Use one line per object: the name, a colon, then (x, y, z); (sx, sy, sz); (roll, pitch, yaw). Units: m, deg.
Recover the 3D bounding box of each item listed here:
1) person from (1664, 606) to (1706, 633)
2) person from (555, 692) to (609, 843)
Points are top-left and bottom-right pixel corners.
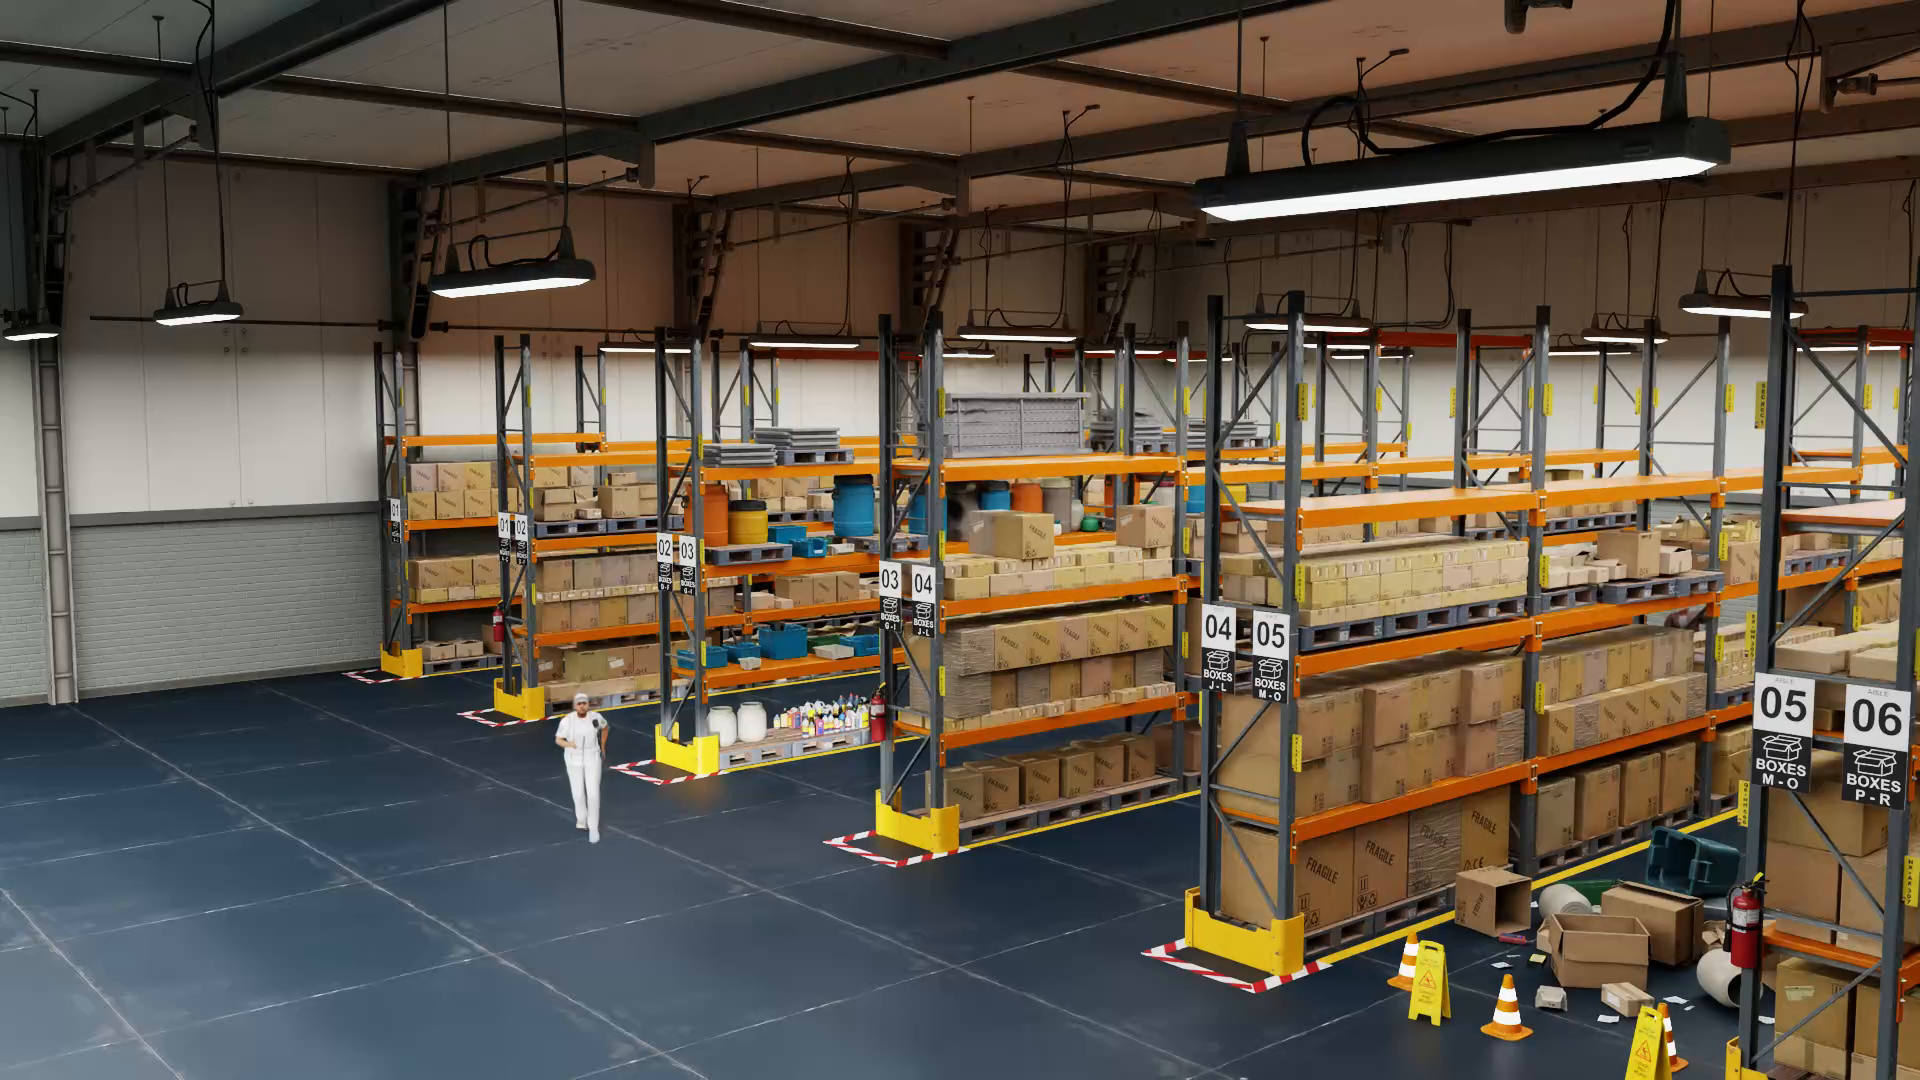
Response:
person: (11.915, 1.823, 27.295); (0.726, 1.794, 0.981); (5, 7, 42)
person: (-4.350, 2.600, 19.170); (0.590, 1.726, 0.759); (-1, 5, -9)
